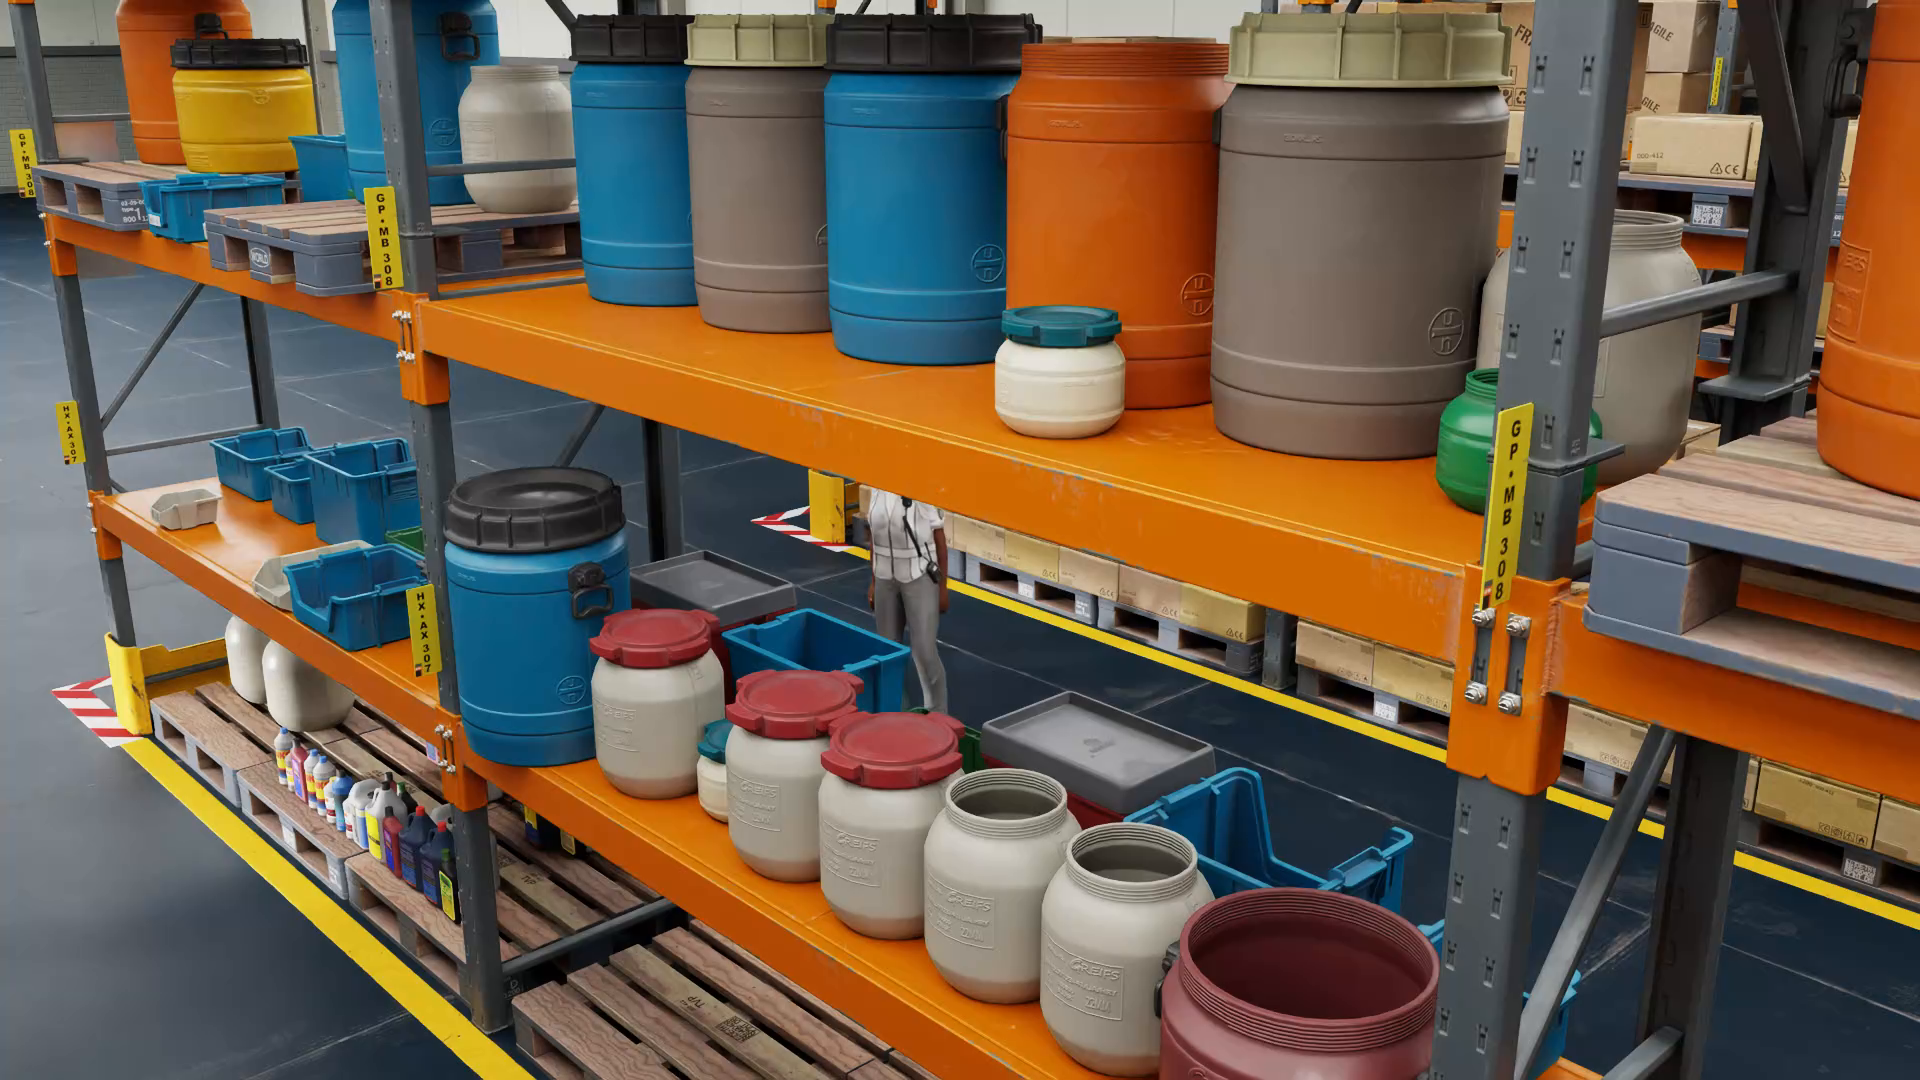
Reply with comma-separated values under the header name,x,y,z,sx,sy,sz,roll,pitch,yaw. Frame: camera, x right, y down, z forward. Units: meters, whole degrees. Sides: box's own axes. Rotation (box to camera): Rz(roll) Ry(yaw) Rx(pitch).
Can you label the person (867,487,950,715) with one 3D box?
name,x,y,z,sx,sy,sz,roll,pitch,yaw
person,-0.291,0.280,8.709,0.527,1.730,0.441,11,21,32
